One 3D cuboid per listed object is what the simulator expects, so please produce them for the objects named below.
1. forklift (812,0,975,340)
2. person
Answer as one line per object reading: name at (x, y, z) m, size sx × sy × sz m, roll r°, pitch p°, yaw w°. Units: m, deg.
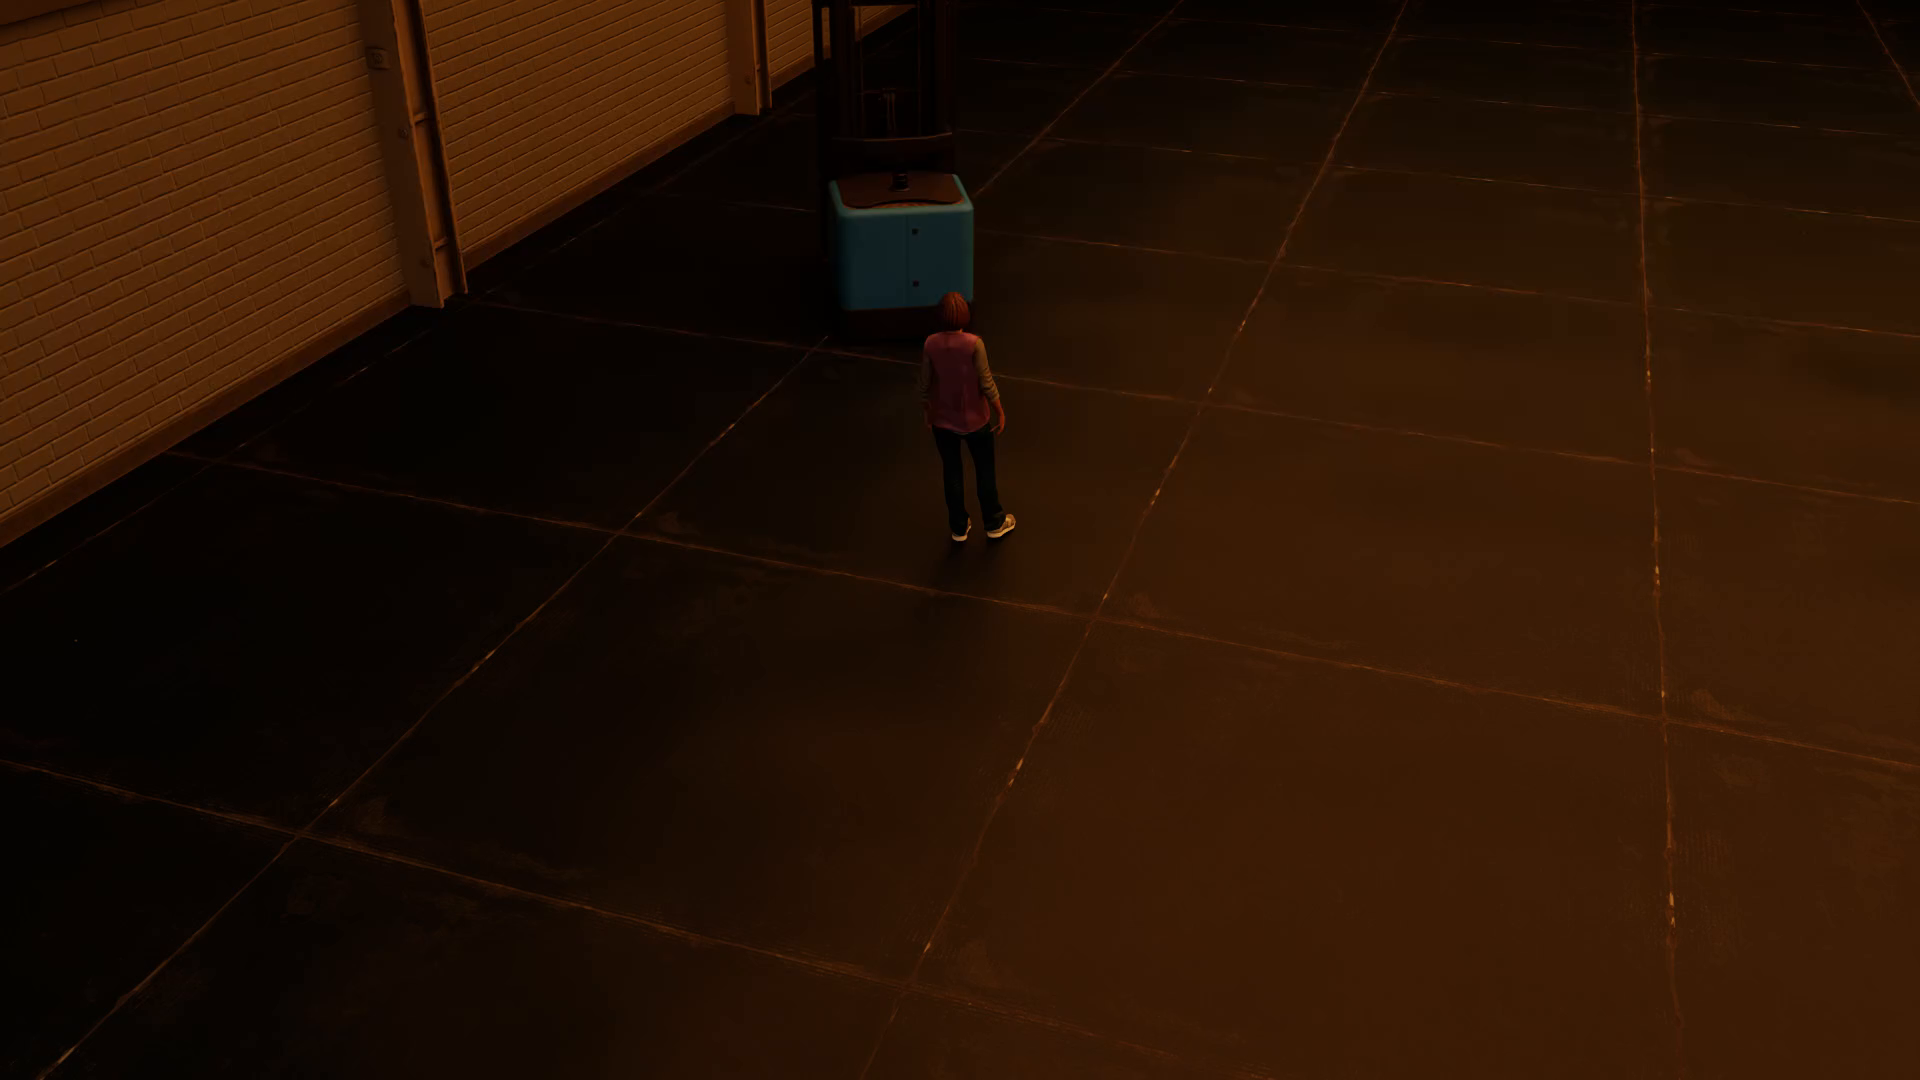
forklift at (-0.620, -3.498, 13.272) m, size 1.130 × 2.935 × 3.031 m, roll -4°, pitch 30°, yaw -8°
person at (0.037, -0.732, 9.753) m, size 0.520 × 1.597 × 0.476 m, roll 10°, pitch 31°, yaw 16°
